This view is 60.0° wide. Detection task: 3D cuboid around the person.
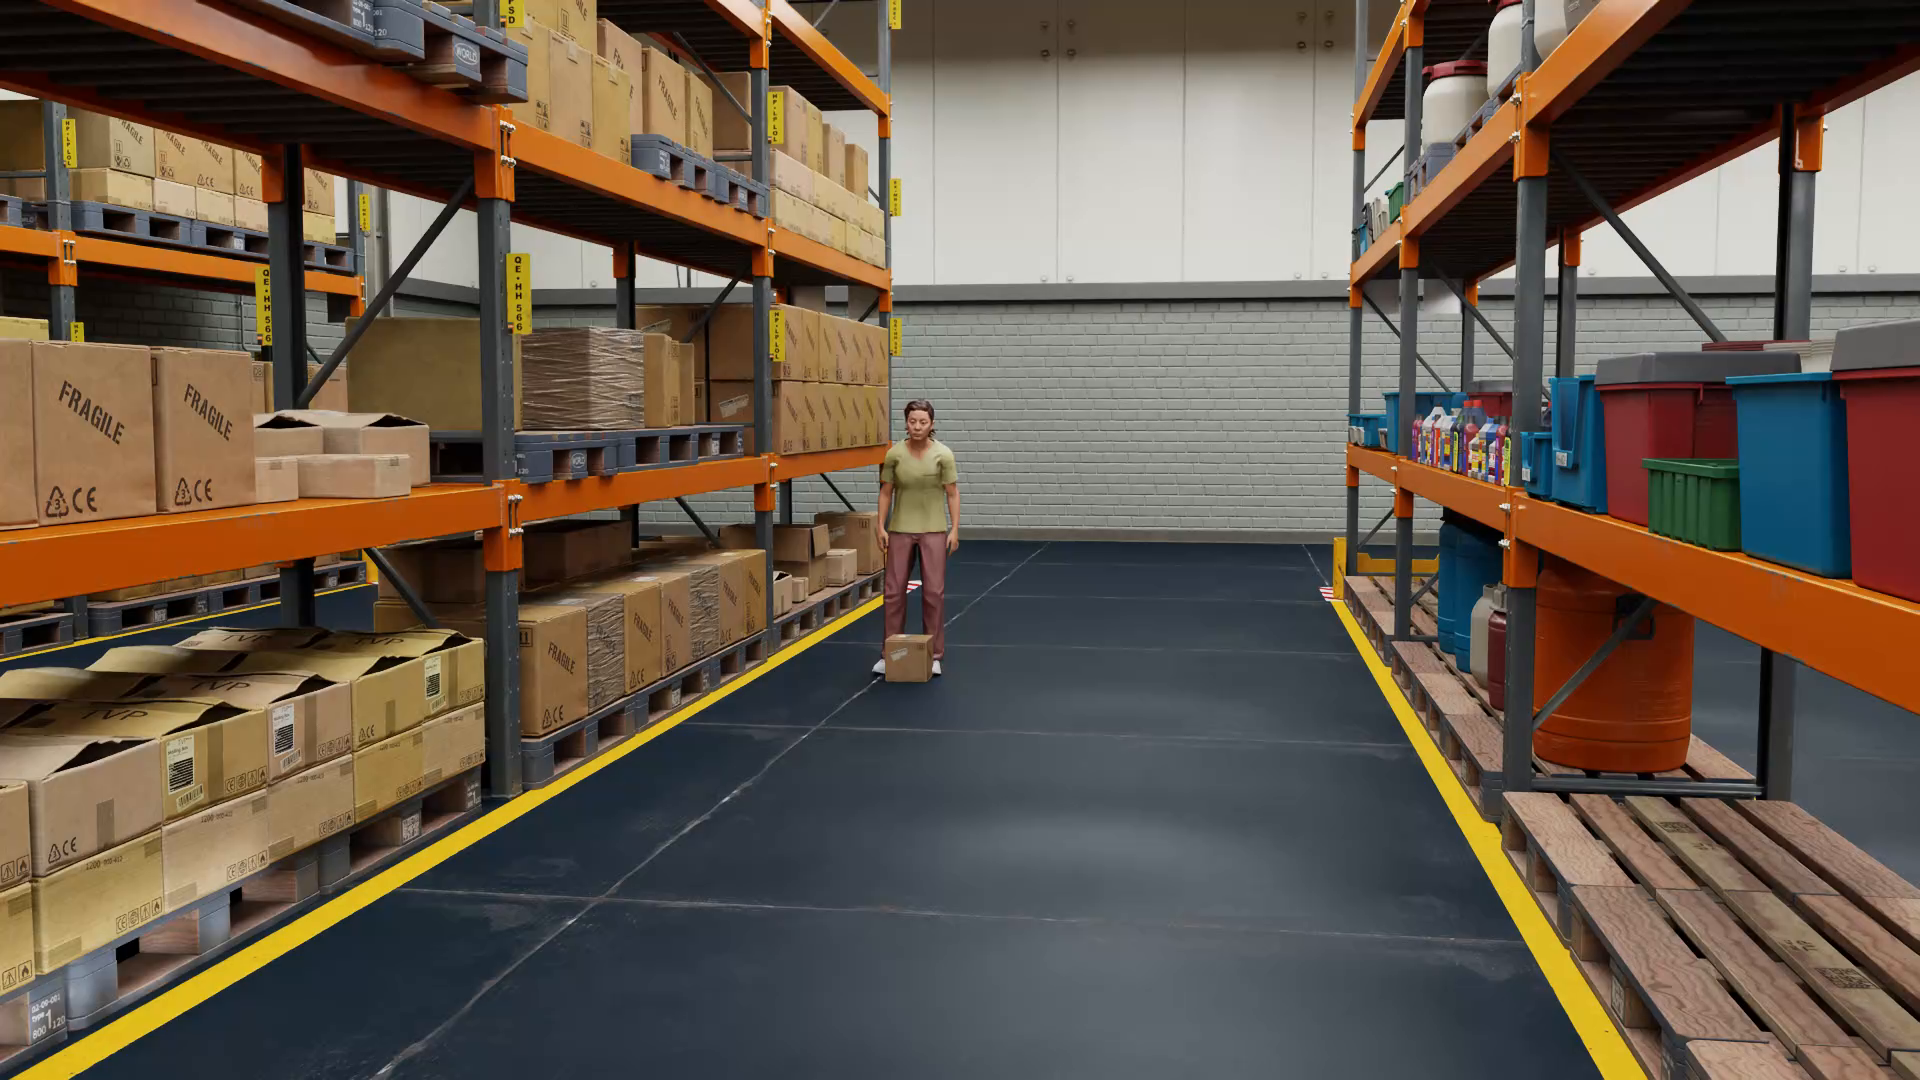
[{"bbox_3d":[-0.262,-0.022,10.135,0.521,1.672,0.357,1,5,6],"label":"person"}]
